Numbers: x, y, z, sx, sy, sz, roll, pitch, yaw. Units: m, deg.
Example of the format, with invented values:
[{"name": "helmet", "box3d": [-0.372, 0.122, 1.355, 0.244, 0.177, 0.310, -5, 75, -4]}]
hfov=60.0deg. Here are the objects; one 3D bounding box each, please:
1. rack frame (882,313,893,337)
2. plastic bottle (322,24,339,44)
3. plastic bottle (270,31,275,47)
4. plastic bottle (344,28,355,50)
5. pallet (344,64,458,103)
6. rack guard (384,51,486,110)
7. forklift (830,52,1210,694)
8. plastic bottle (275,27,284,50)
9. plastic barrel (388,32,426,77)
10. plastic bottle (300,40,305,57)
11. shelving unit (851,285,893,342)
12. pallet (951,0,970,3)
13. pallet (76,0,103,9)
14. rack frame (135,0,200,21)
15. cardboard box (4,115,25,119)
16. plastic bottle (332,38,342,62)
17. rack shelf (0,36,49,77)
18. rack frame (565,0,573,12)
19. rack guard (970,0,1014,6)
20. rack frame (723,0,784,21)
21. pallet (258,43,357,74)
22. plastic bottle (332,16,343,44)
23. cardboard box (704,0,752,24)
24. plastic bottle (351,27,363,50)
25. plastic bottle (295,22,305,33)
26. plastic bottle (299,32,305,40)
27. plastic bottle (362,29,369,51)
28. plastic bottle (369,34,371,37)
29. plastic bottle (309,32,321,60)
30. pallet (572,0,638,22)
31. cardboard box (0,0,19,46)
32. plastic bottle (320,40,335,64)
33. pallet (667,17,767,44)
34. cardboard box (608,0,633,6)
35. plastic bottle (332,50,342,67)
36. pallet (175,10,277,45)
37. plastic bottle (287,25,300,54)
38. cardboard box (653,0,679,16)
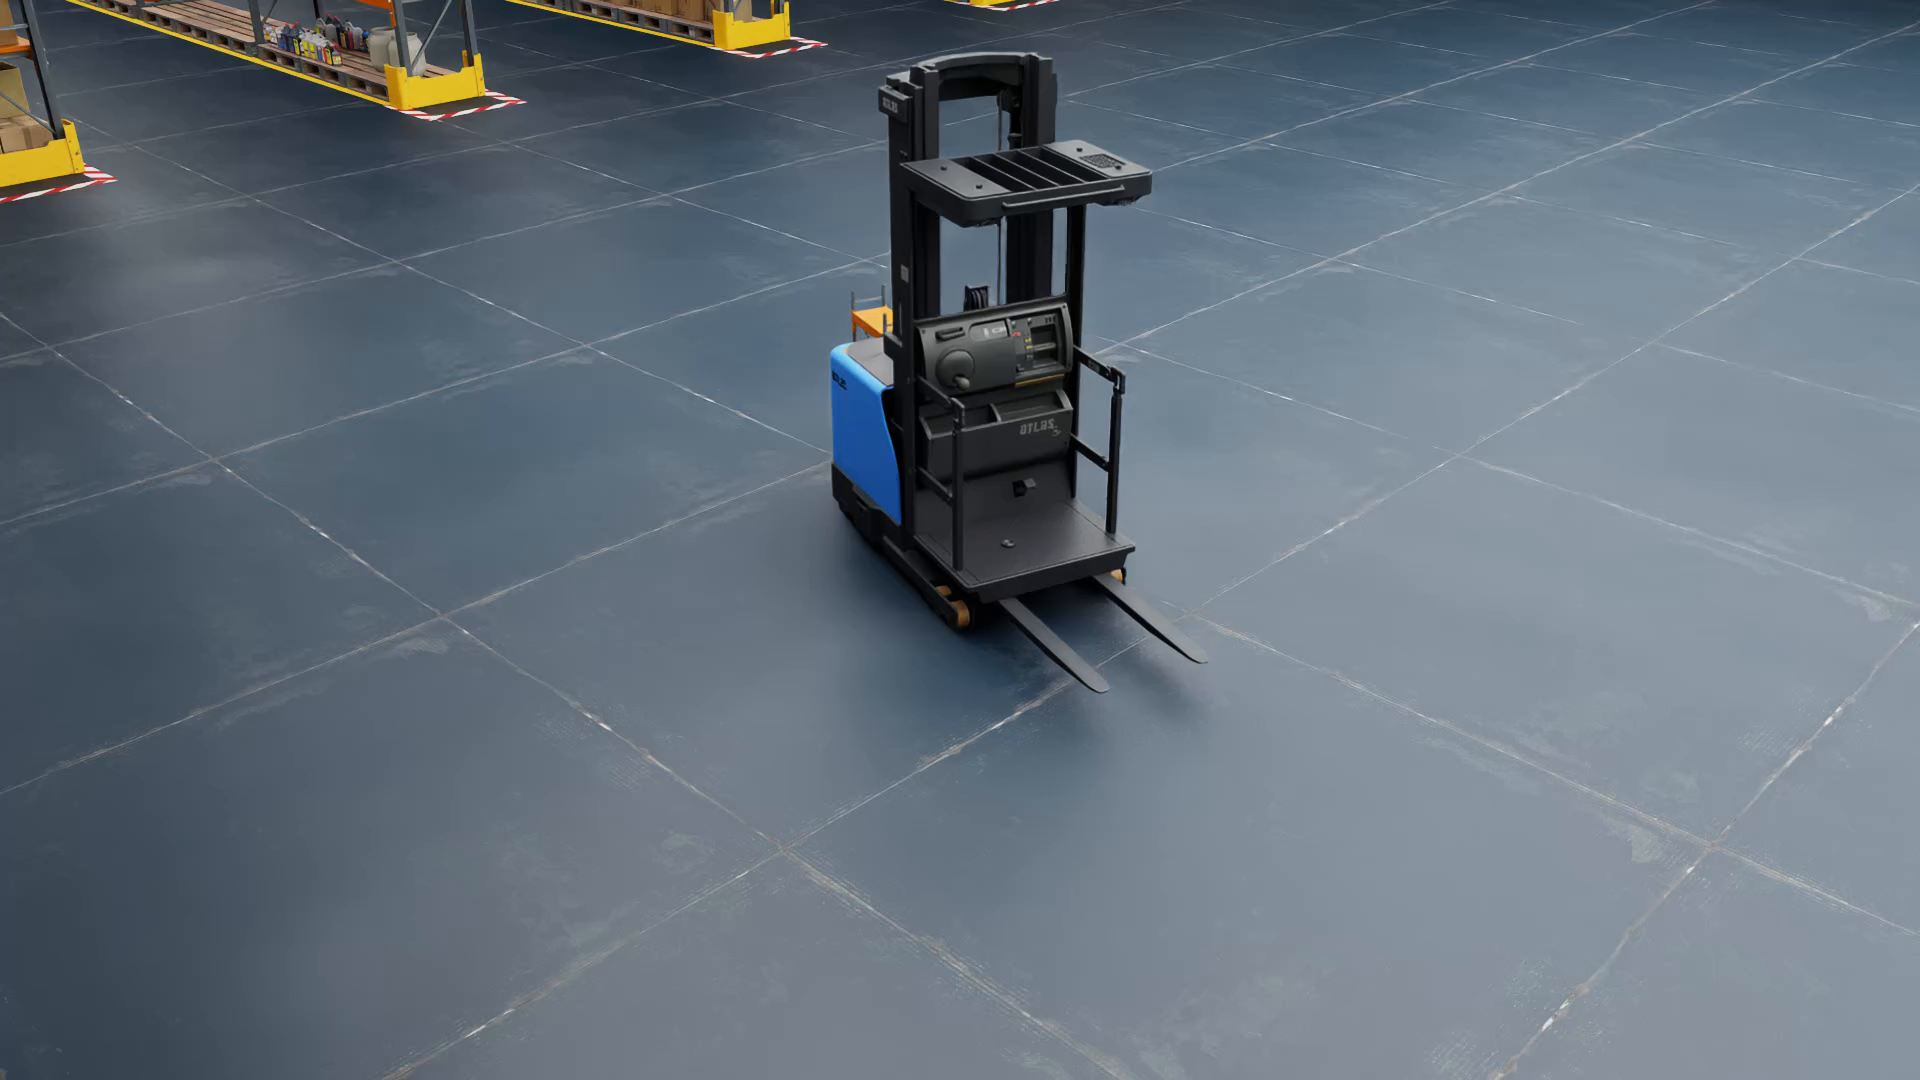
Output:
[{"name": "rack frame", "box3d": [-0.373, -0.904, 10.679, 0.240, 1.200, 0.015, -13, 31, -24]}, {"name": "plastic bottle", "box3d": [-8.517, -6.831, 22.471, 0.135, 0.276, 0.152, 25, 36, 38]}, {"name": "plastic bottle", "box3d": [-9.237, -6.749, 22.397, 0.097, 0.201, 0.097, 0, 28, 0]}, {"name": "plastic bottle", "box3d": [-8.162, -6.696, 22.207, 0.133, 0.283, 0.061, 25, 36, 38]}, {"name": "pallet", "box3d": [-7.039, -5.813, 21.077, 1.213, 0.211, 1.003, 25, 36, 38]}, {"name": "rack guard", "box3d": [-6.464, -5.674, 20.503, 0.348, 0.500, 1.175, 25, 36, 38]}, {"name": "forklift", "box3d": [0.305, -1.032, 9.063, 1.130, 2.935, 3.031, -13, 31, -24]}, {"name": "plastic bottle", "box3d": [-9.059, -6.719, 22.259, 0.152, 0.276, 0.135, -24, 36, -37]}, {"name": "plastic barrel", "box3d": [-6.899, -6.045, 20.745, 0.421, 0.512, 0.421, 0, 28, 0]}, {"name": "plastic bottle", "box3d": [-8.624, -6.469, 21.864, 0.097, 0.201, 0.097, 0, 28, 0]}, {"name": "shelving unit", "box3d": [-0.484, -1.005, 10.872, 0.258, 1.200, 0.503, -13, 31, -24]}, {"name": "pallet", "box3d": [0.020, -9.028, 27.193, 1.213, 0.211, 1.003, 25, 36, 38]}, {"name": "pallet", "box3d": [-13.538, -8.788, 26.737, 1.213, 0.211, 1.003, 25, 36, 38]}, {"name": "rack frame", "box3d": [-12.081, -9.381, 24.868, 0.127, 3.000, 1.000, 25, 36, 38]}, {"name": "cardboard box", "box3d": [-10.438, -4.508, 18.103, 0.500, 0.250, 0.500, 25, 36, 38]}, {"name": "plastic bottle", "box3d": [-8.080, -6.344, 21.537, 0.133, 0.283, 0.061, 25, 36, 38]}, {"name": "rack shelf", "box3d": [-11.278, -5.462, 18.188, 4.000, 0.370, 1.077, 25, 36, 38]}, {"name": "rack frame", "box3d": [-5.756, -9.720, 25.512, 0.127, 3.000, 1.000, 25, 36, 38]}, {"name": "rack guard", "box3d": [0.663, -8.913, 26.664, 0.348, 0.500, 1.175, 25, 36, 38]}, {"name": "rack frame", "box3d": [-2.904, -8.414, 23.029, 0.127, 3.000, 1.000, 25, 36, 38]}, {"name": "pallet", "box3d": [-8.779, -6.609, 22.591, 1.213, 0.211, 1.003, 25, 36, 38]}, {"name": "plastic bottle", "box3d": [-8.431, -6.921, 22.563, 0.185, 0.351, 0.144, 22, 35, 36]}, {"name": "cardboard box", "box3d": [-3.338, -7.703, 23.912, 0.500, 0.500, 0.500, -18, 33, -30]}, {"name": "plastic bottle", "box3d": [-8.087, -6.728, 22.277, 0.152, 0.276, 0.135, -25, 36, -38]}, {"name": "plastic bottle", "box3d": [-8.843, -6.745, 22.228, 0.185, 0.351, 0.144, 25, 36, 38]}, {"name": "plastic bottle", "box3d": [-8.678, -6.565, 21.971, 0.097, 0.271, 0.097, 0, 28, 0]}, {"name": "plastic bottle", "box3d": [-7.911, -6.663, 22.158, 0.097, 0.271, 0.097, 0, 28, 0]}, {"name": "plastic bottle", "box3d": [-7.767, -6.597, 22.033, 0.097, 0.271, 0.097, 0, 28, 0]}, {"name": "plastic bottle", "box3d": [-8.374, -6.436, 21.641, 0.144, 0.351, 0.185, -24, 36, -37]}, {"name": "pallet", "box3d": [-5.253, -8.278, 25.766, 1.213, 0.211, 1.003, 25, 36, 38]}, {"name": "cardboard box", "box3d": [-10.176, -5.329, 17.054, 0.500, 0.500, 0.700, 25, 36, 38]}, {"name": "plastic bottle", "box3d": [-8.154, -6.305, 21.472, 0.135, 0.276, 0.152, 25, 37, 39]}, {"name": "pallet", "box3d": [-3.513, -7.482, 24.252, 1.213, 0.211, 1.003, 25, 36, 38]}, {"name": "cardboard box", "box3d": [-5.085, -8.471, 25.371, 0.500, 0.500, 0.500, -13, 31, -24]}, {"name": "plastic bottle", "box3d": [-7.994, -6.181, 21.315, 0.097, 0.201, 0.097, 0, 28, 0]}, {"name": "pallet", "box3d": [-10.690, -7.483, 24.255, 1.213, 0.211, 1.003, 25, 36, 38]}, {"name": "plastic bottle", "box3d": [-8.810, -6.635, 22.020, 0.185, 0.351, 0.144, 23, 35, 36]}, {"name": "cardboard box", "box3d": [-4.221, -8.097, 24.661, 0.500, 0.500, 0.500, -21, 34, -35]}]
